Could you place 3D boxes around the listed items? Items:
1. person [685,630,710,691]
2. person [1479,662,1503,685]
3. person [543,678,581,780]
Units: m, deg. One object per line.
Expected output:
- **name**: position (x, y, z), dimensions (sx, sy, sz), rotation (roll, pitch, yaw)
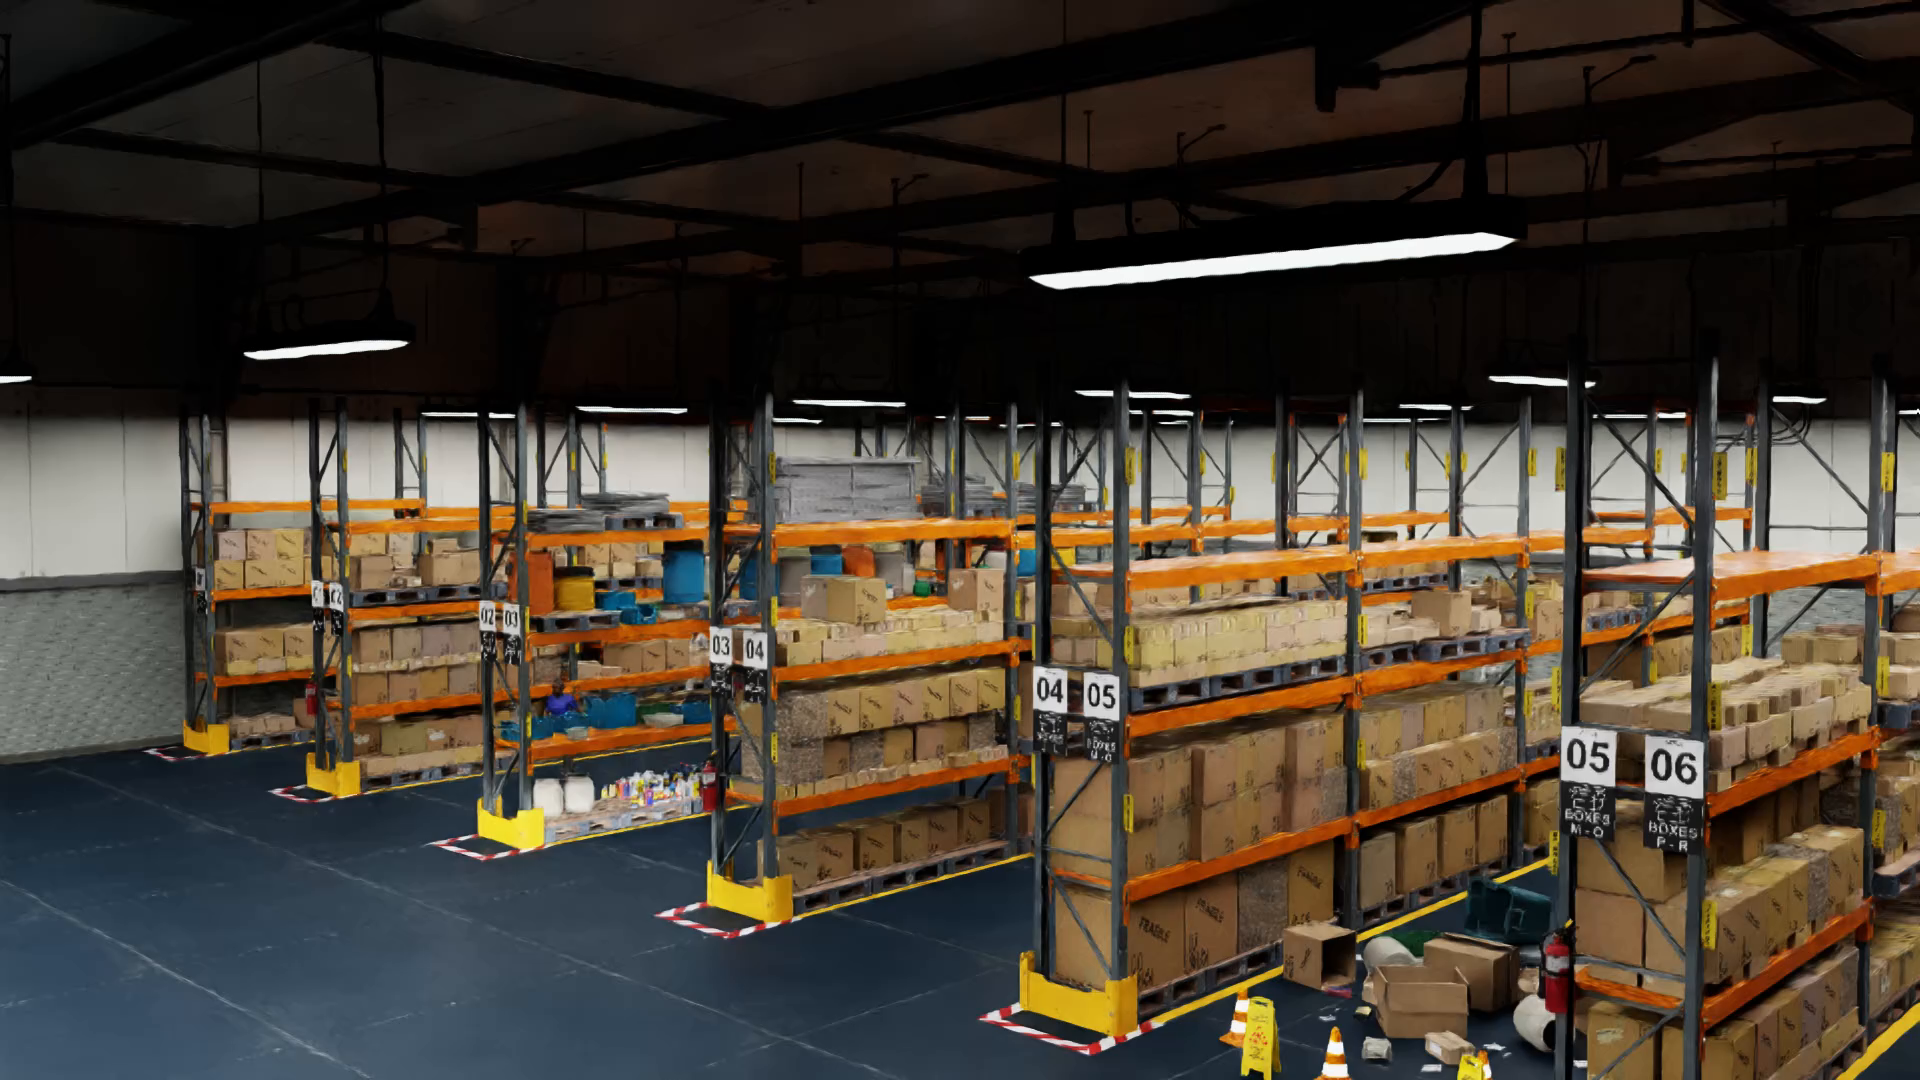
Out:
- **person**: position (-5.307, 2.483, 34.126), dimensions (0.567, 1.702, 0.883), rotation (3, 4, 42)
- **person**: position (9.781, 2.759, 30.515), dimensions (0.513, 1.572, 0.688), rotation (0, 3, 4)
- **person**: position (-6.266, 2.977, 26.391), dimensions (0.617, 1.576, 0.812), rotation (1, 3, 25)
